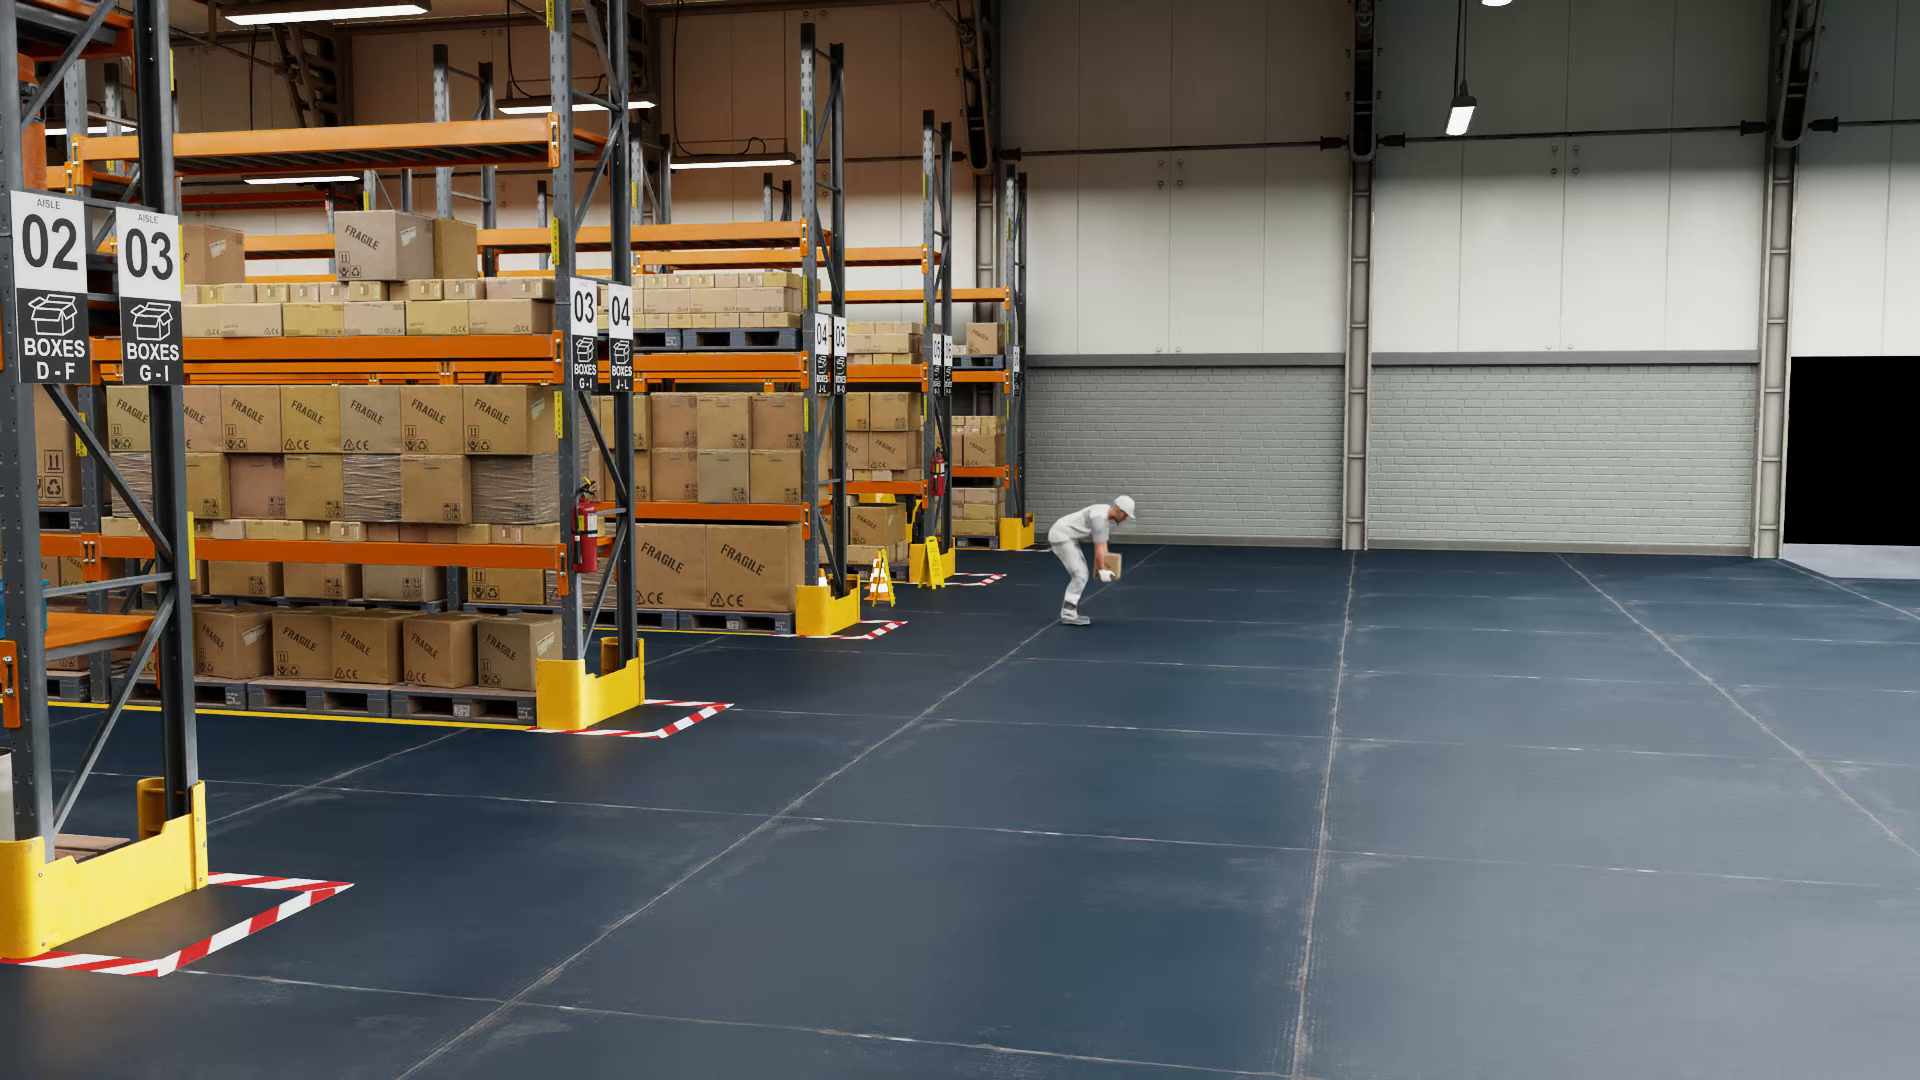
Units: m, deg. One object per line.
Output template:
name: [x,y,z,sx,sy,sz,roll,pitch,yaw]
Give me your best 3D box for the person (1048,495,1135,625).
person: [1.375,0.207,17.419,0.899,1.355,0.494,1,5,12]
